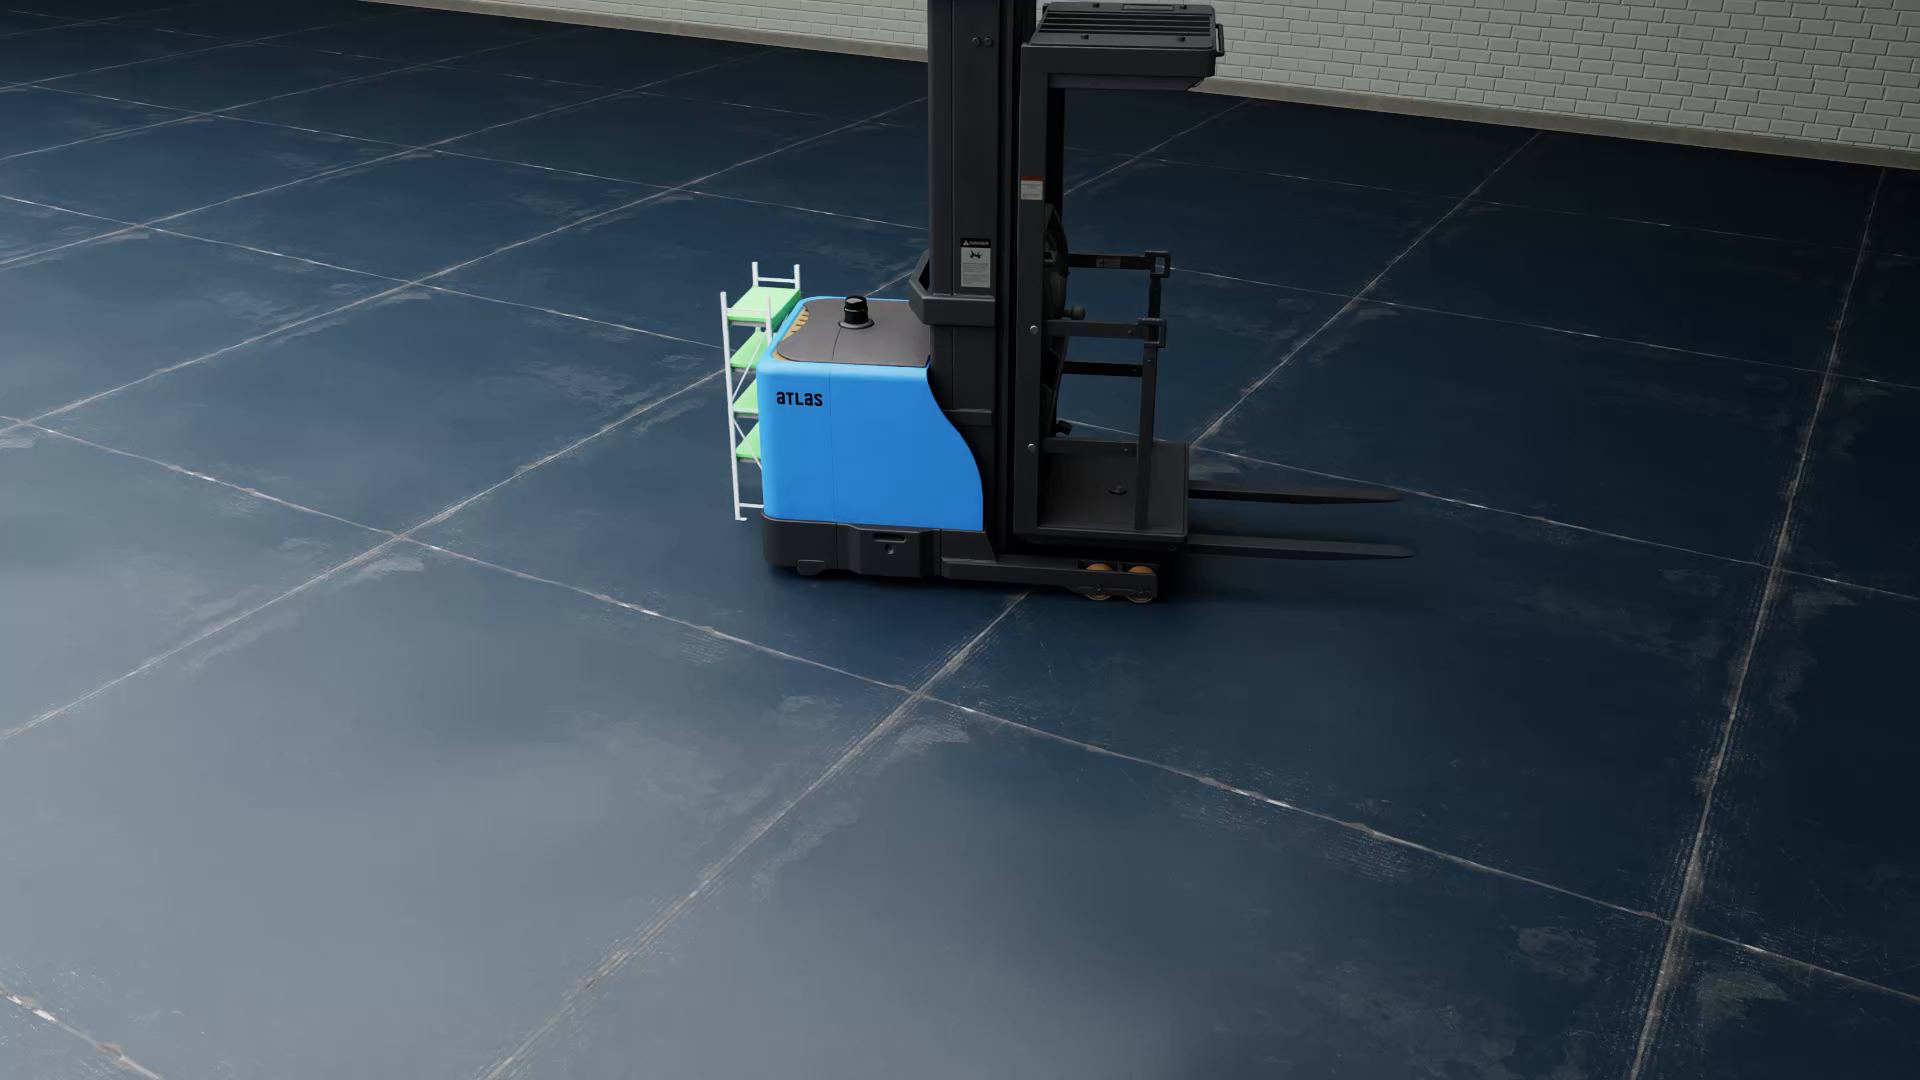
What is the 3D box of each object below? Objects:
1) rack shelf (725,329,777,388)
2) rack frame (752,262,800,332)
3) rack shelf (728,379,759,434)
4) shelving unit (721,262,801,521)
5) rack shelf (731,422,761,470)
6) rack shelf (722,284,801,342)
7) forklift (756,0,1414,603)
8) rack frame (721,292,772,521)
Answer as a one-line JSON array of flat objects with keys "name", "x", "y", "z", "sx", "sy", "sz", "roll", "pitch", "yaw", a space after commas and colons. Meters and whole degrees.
[{"name": "rack shelf", "x": -0.972, "y": -0.897, "z": 8.308, "sx": 0.258, "sy": 0.148, "sz": 0.480, "roll": 5, "pitch": 27, "yaw": 10}, {"name": "rack frame", "x": -0.923, "y": -0.846, "z": 8.600, "sx": 0.240, "sy": 1.200, "sz": 0.015, "roll": 5, "pitch": 27, "yaw": 10}, {"name": "rack shelf", "x": -0.972, "y": -0.682, "z": 8.415, "sx": 0.258, "sy": 0.148, "sz": 0.480, "roll": 5, "pitch": 27, "yaw": 10}, {"name": "shelving unit", "x": -0.972, "y": -0.739, "z": 8.386, "sx": 0.258, "sy": 1.200, "sz": 0.503, "roll": 5, "pitch": 27, "yaw": 10}, {"name": "rack shelf", "x": -0.972, "y": -0.468, "z": 8.522, "sx": 0.258, "sy": 0.148, "sz": 0.480, "roll": 5, "pitch": 27, "yaw": 10}, {"name": "rack shelf", "x": -0.972, "y": -1.111, "z": 8.200, "sx": 0.258, "sy": 0.148, "sz": 0.480, "roll": 5, "pitch": 27, "yaw": 10}, {"name": "forklift", "x": 0.620, "y": -1.274, "z": 7.521, "sx": 3.031, "sy": 2.935, "sz": 1.130, "roll": 3, "pitch": 27, "yaw": 7}, {"name": "rack frame", "x": -1.020, "y": -0.632, "z": 8.173, "sx": 0.240, "sy": 1.200, "sz": 0.015, "roll": 5, "pitch": 27, "yaw": 10}]
